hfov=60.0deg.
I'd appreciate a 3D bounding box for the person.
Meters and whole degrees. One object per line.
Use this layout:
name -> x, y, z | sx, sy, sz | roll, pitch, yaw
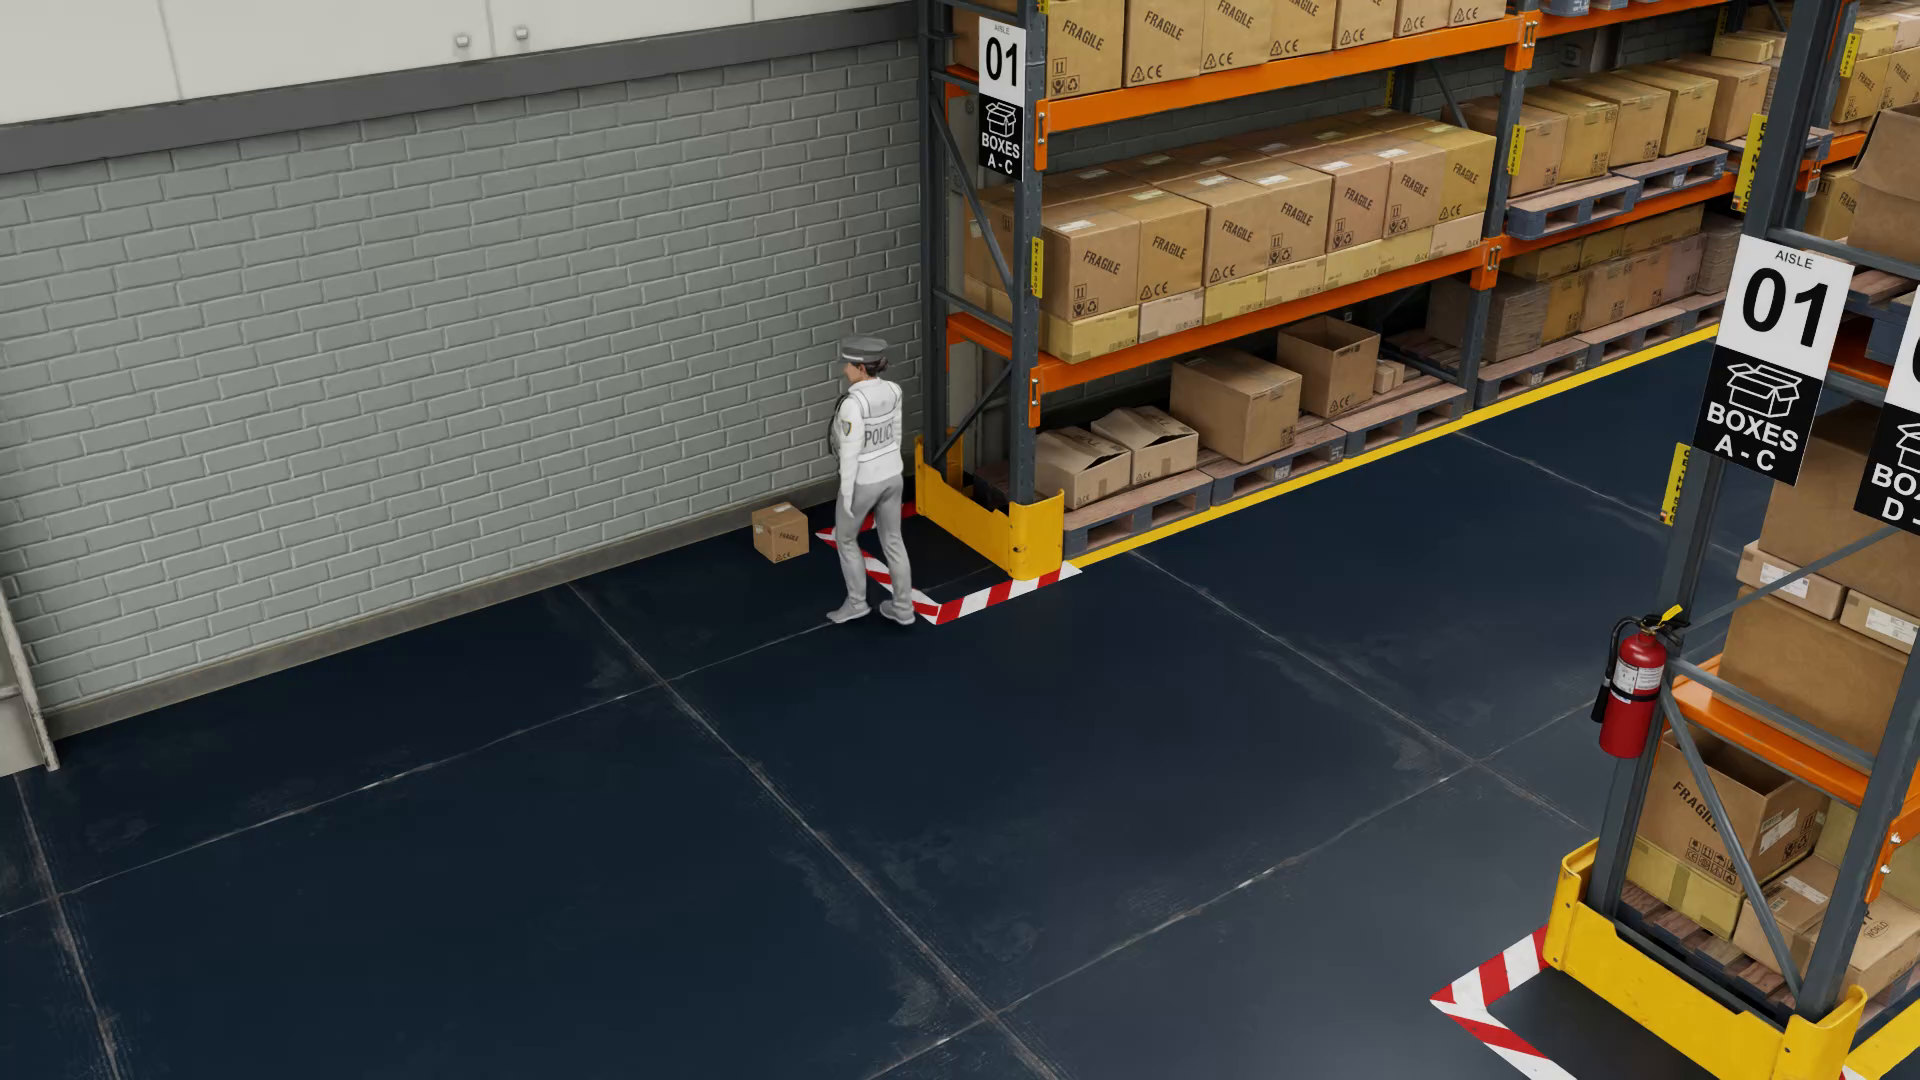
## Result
person -> -0.453, -0.277, 9.151 | 0.504, 1.713, 0.509 | 25, 38, 38
